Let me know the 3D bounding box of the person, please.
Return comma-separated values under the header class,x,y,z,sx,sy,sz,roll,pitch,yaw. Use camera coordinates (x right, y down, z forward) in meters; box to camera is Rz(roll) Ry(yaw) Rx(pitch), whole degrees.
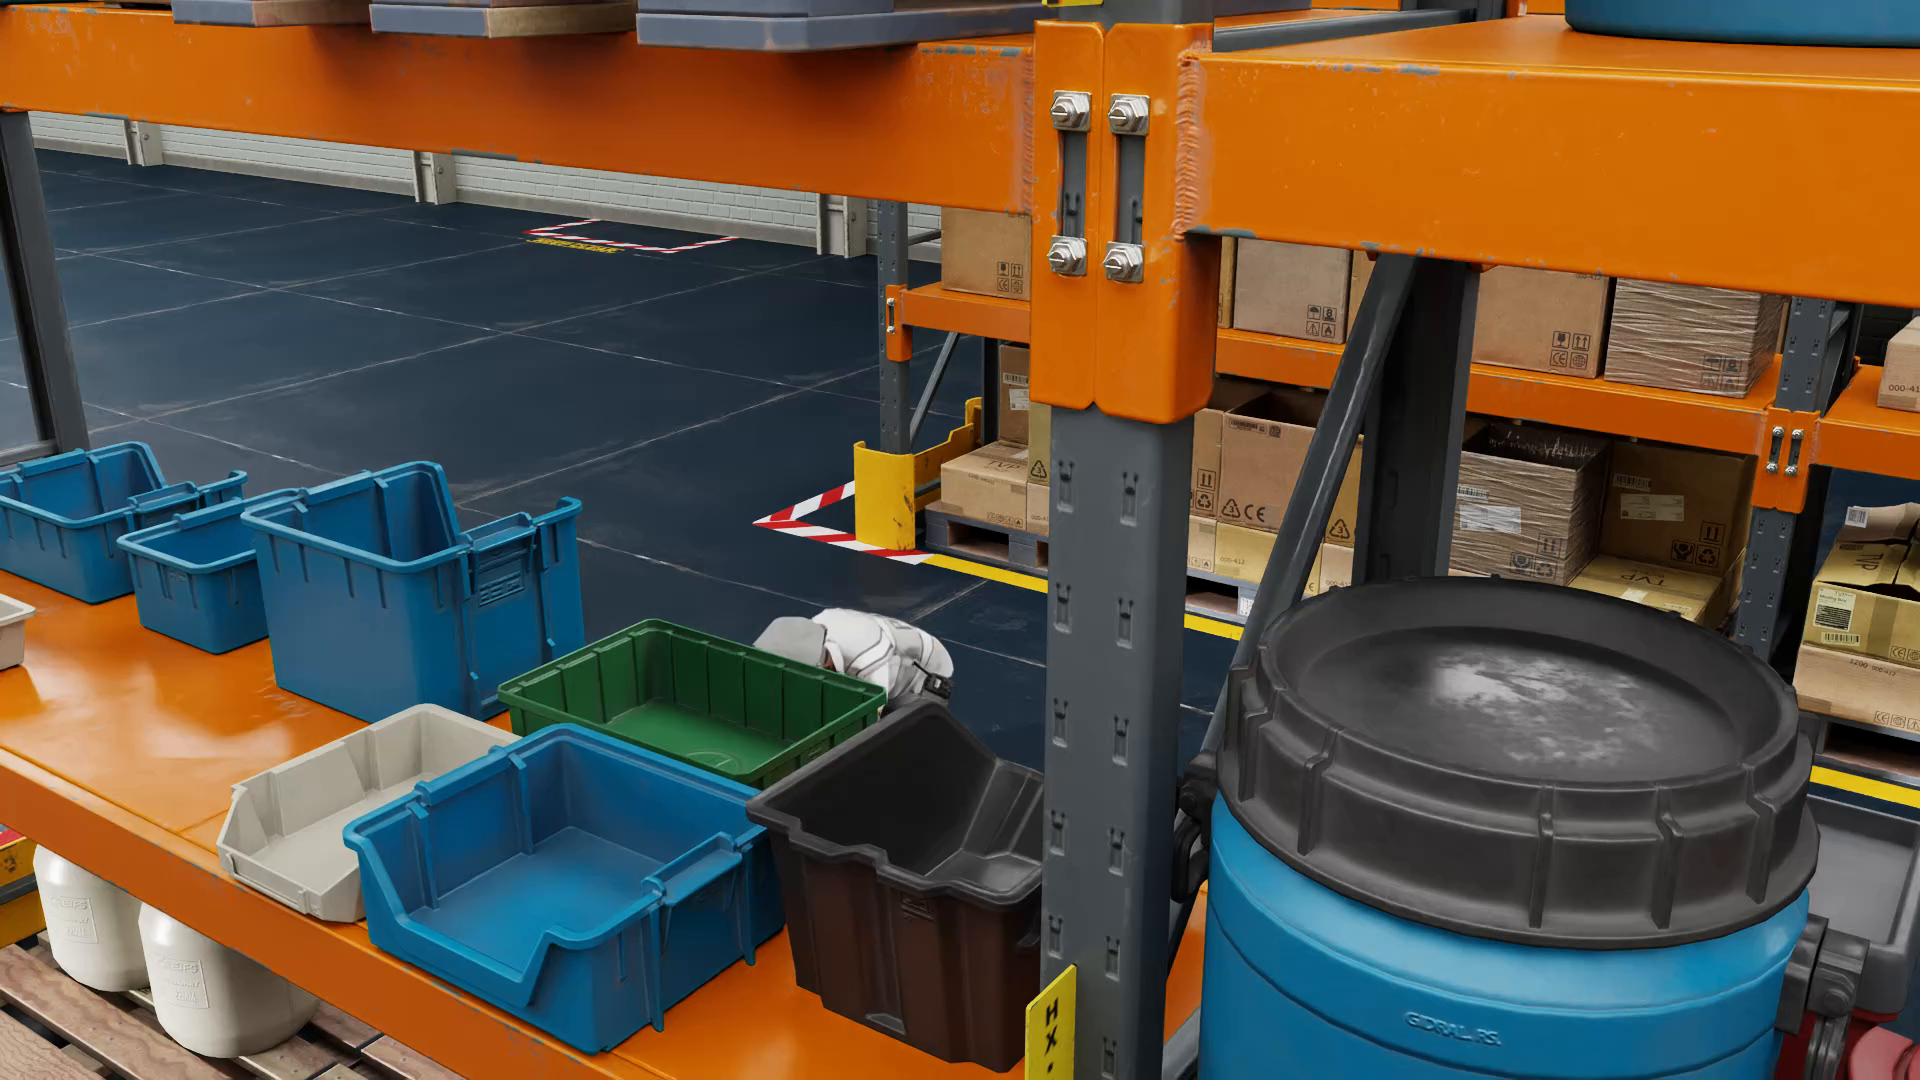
class,x,y,z,sx,sy,sz,roll,pitch,yaw
person,-0.364,0.614,5.401,0.463,0.977,0.891,12,23,30
